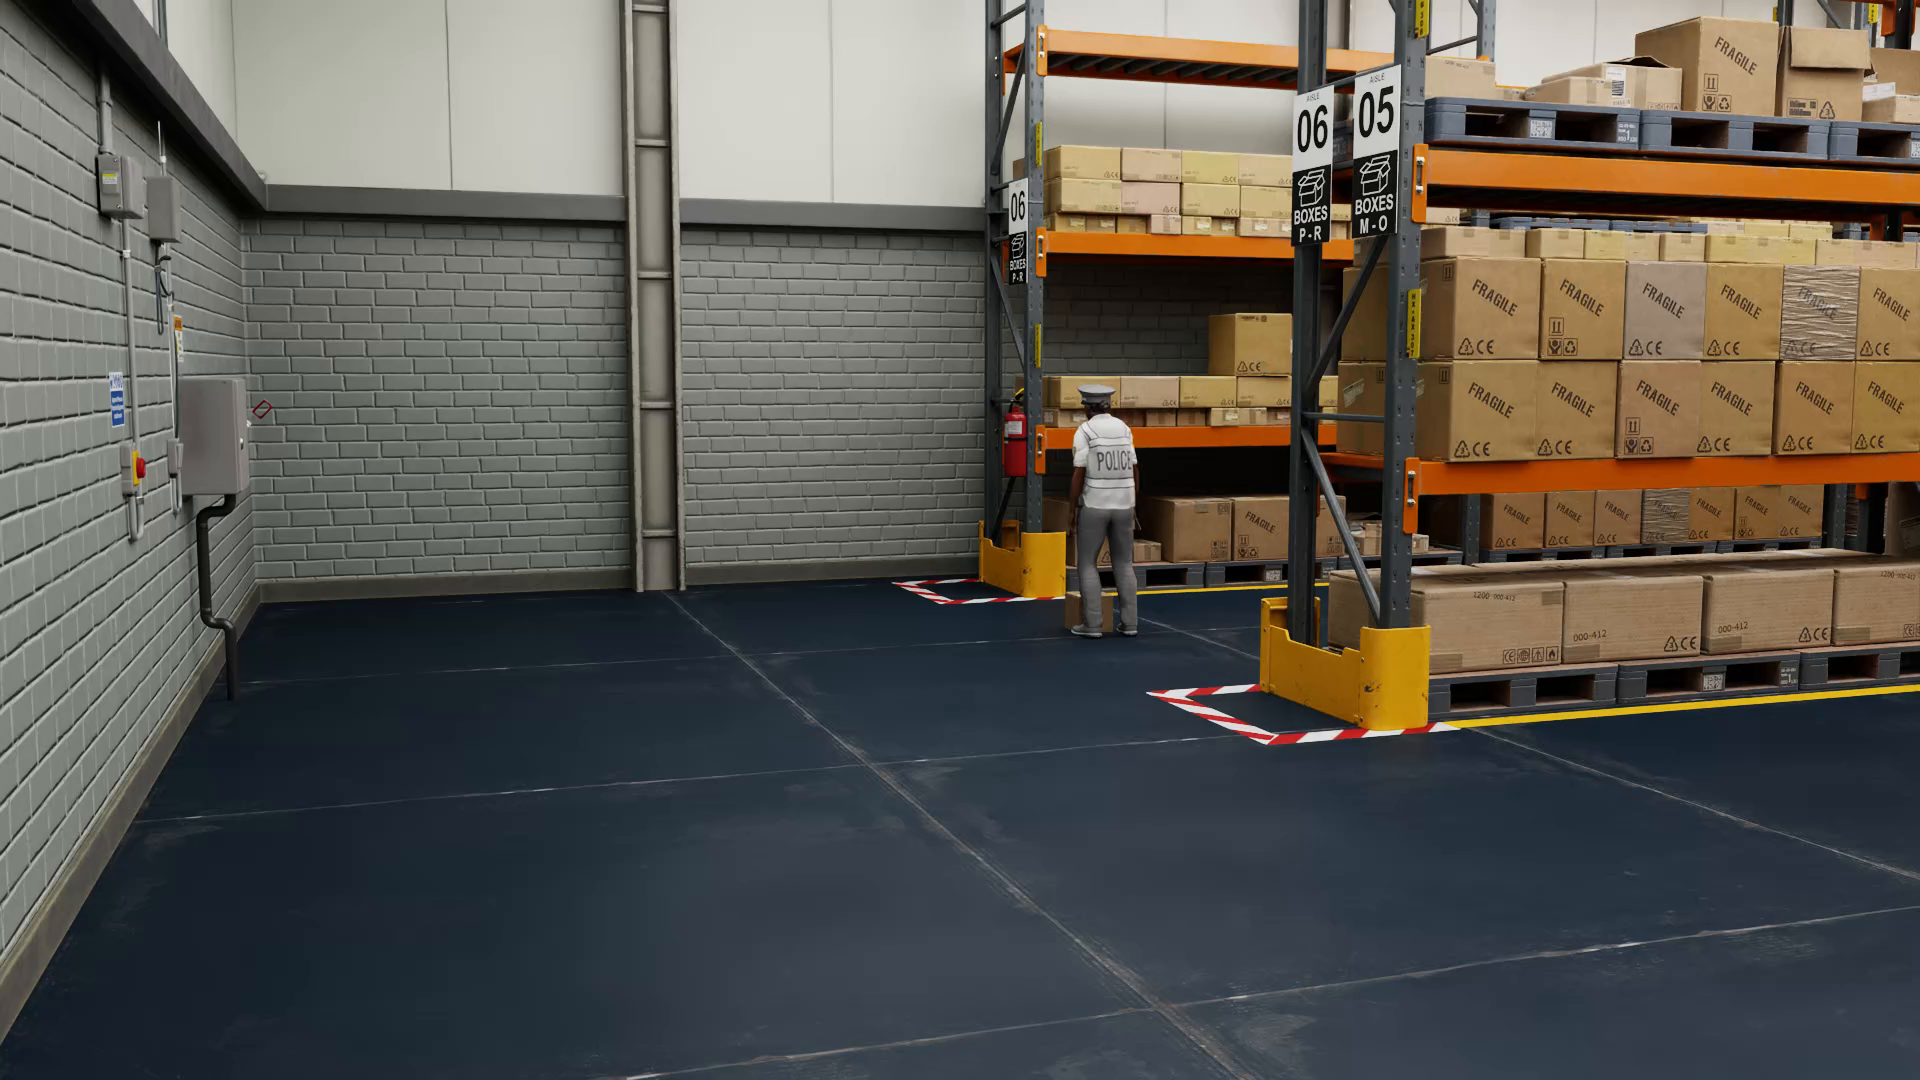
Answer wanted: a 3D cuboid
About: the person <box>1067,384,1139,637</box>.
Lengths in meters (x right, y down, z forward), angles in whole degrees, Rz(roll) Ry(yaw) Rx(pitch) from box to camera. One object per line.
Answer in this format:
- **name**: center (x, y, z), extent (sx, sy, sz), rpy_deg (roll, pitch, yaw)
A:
- **person**: center (0.953, -0.193, 10.935), extent (0.532, 1.662, 0.395), rpy_deg (-2, 6, -22)
